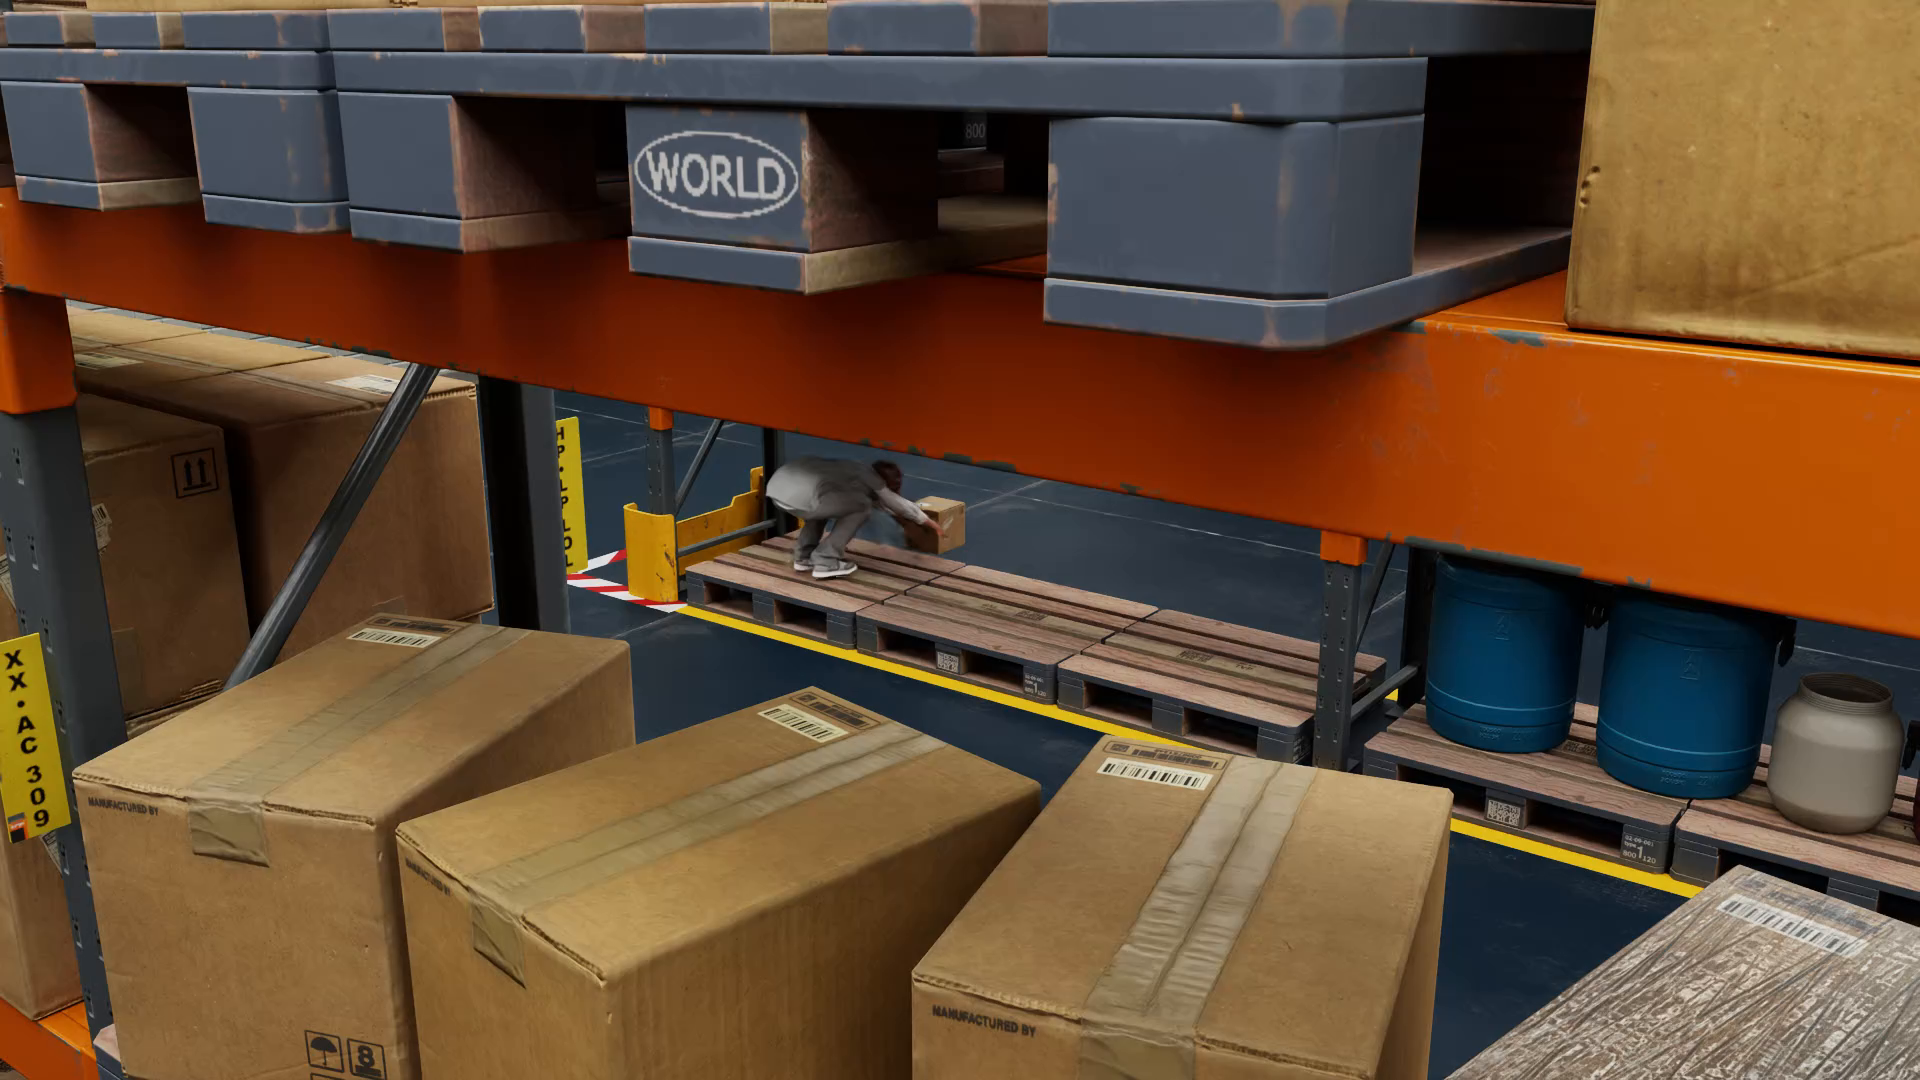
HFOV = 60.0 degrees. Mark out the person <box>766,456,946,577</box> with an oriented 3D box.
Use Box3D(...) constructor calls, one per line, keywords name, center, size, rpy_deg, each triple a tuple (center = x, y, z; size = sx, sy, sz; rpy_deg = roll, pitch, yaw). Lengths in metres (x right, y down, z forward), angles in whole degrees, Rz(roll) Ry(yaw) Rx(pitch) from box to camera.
Box3D(name="person", center=(-0.563, -0.183, 9.072), size=(1.127, 0.645, 0.406), rpy_deg=(-15, 22, -40))
